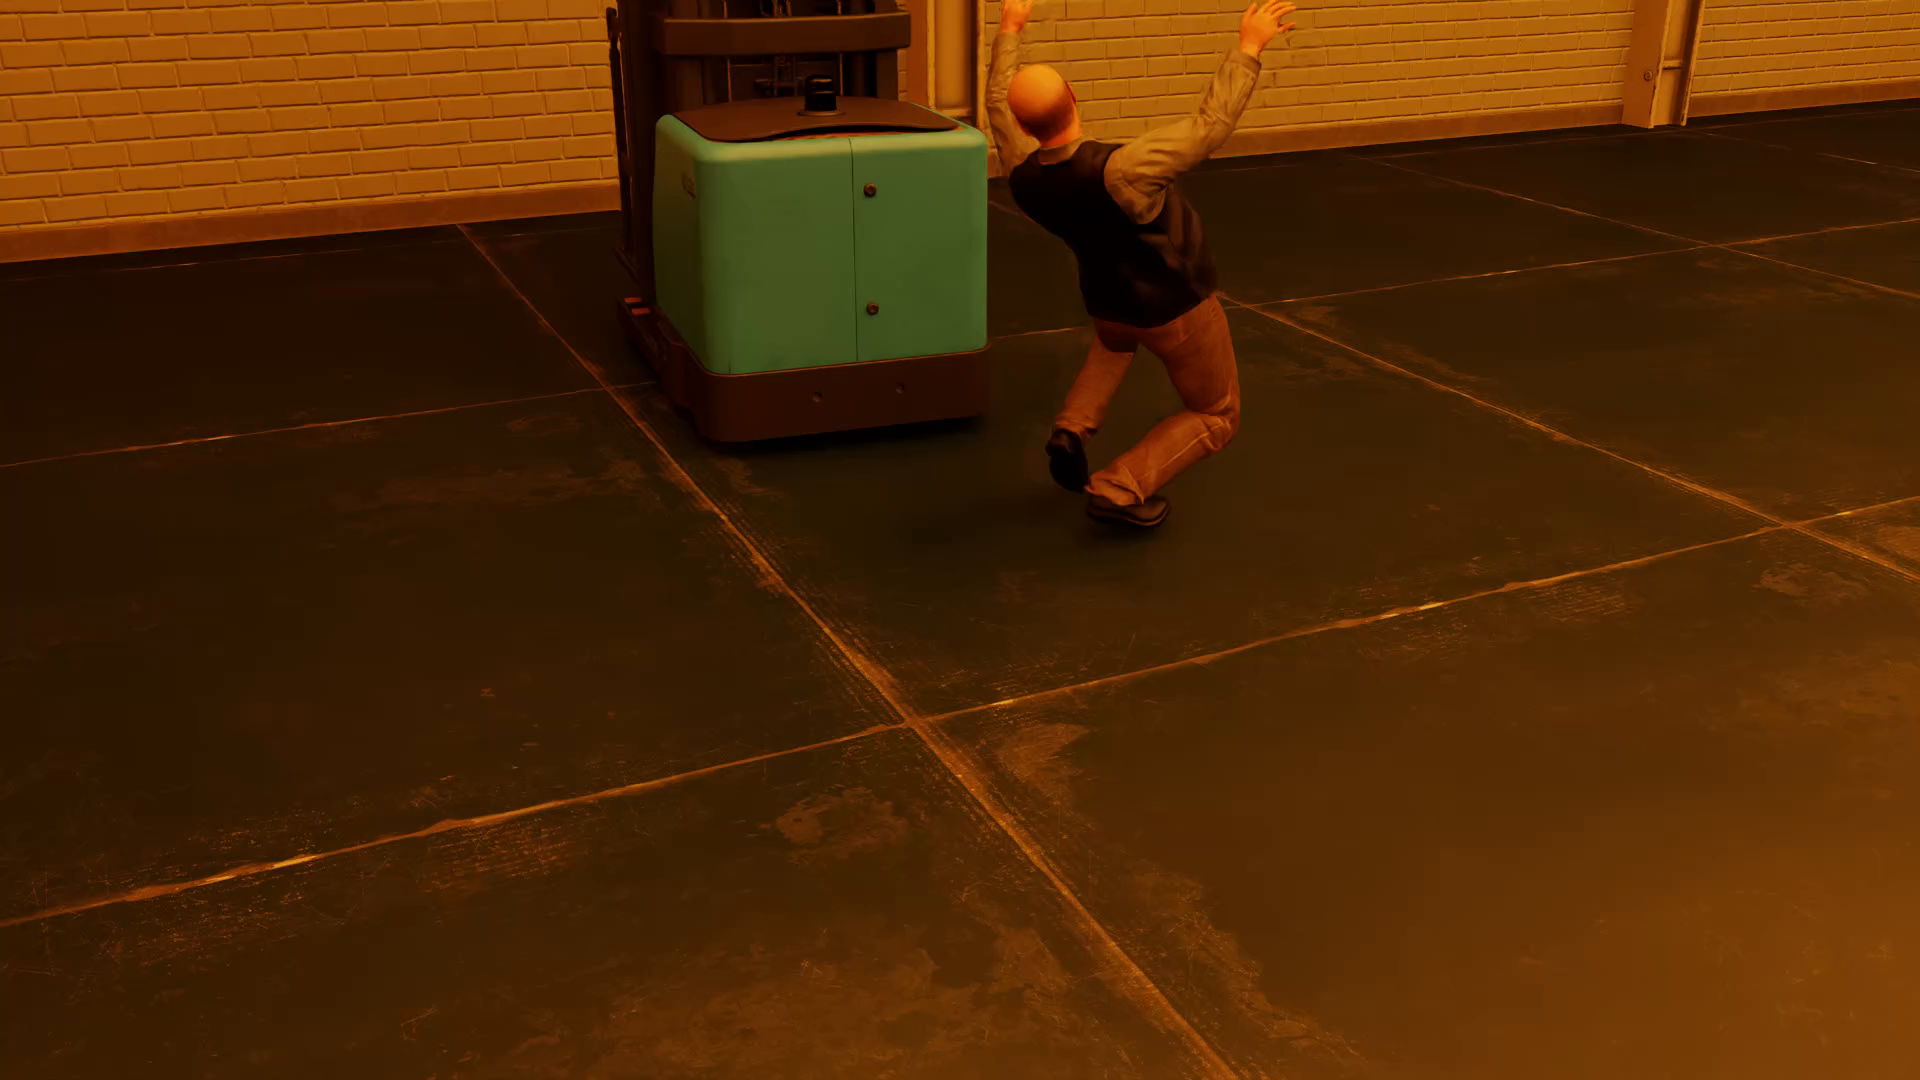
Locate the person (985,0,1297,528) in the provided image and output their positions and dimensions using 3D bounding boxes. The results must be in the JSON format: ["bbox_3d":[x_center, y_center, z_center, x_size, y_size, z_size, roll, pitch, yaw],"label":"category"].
[{"bbox_3d":[0.428,-0.825,5.044,0.751,1.599,0.949,-18,29,-37],"label":"person"}]

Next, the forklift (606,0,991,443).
[{"bbox_3d":[-0.862,-2.225,6.642,1.130,2.935,3.031,-8,24,-18],"label":"forklift"}]
